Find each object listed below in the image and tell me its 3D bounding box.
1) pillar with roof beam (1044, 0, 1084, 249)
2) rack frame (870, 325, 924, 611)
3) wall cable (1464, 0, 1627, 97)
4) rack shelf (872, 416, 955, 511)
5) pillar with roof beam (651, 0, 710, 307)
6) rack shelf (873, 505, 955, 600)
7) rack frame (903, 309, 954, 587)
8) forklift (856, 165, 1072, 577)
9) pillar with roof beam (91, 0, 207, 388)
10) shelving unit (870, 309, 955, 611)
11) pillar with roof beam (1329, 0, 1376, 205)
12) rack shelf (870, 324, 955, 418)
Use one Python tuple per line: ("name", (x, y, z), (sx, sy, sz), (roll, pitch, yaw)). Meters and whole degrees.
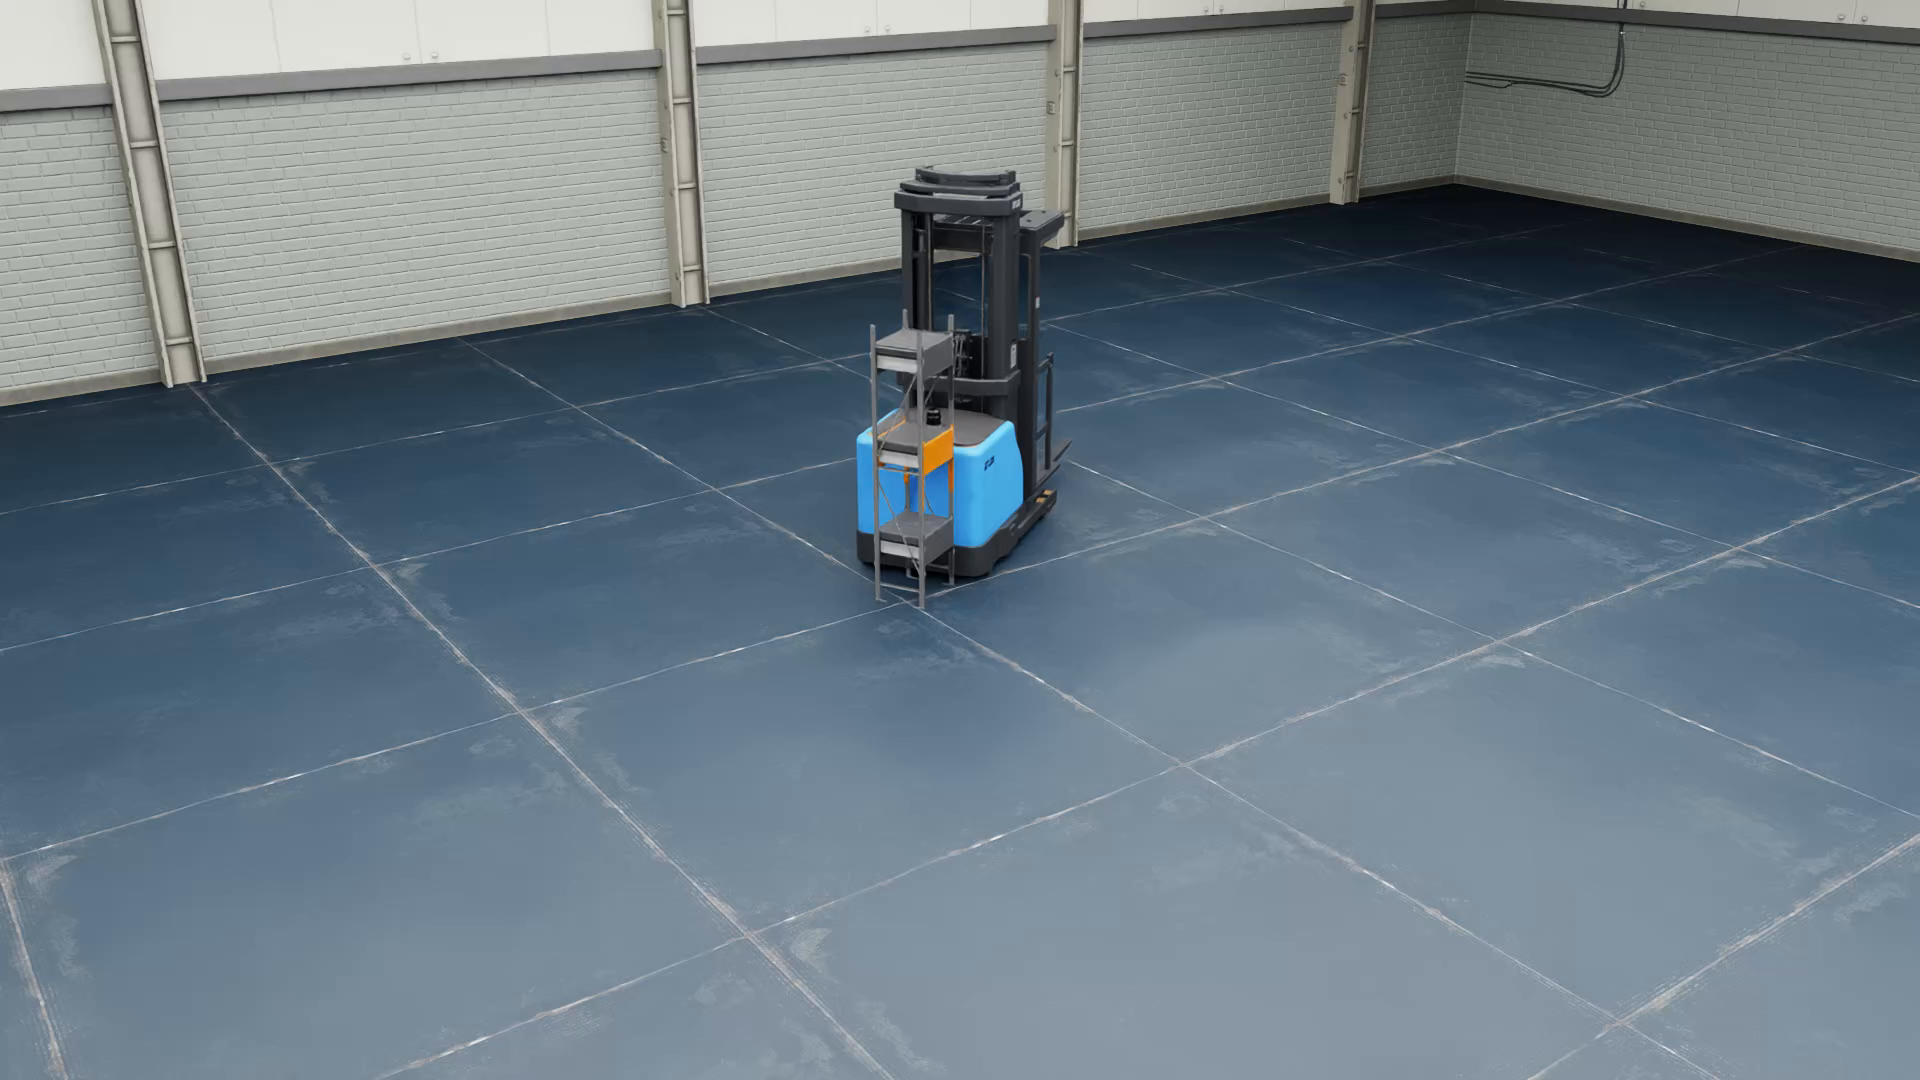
("pillar with roof beam", (3.981, -7.175, 19.331), (0.400, 9.000, 9.100), (-15, 26, -33))
("rack frame", (-0.444, -0.491, 11.888), (0.400, 2.100, 0.015), (10, 24, 24))
("wall cable", (9.501, -8.567, 27.007), (0.112, 2.526, 3.097), (-15, 26, -33))
("rack shelf", (-0.337, -0.560, 12.096), (0.431, 0.518, 0.480), (10, 24, 24))
("pillar with roof beam", (-0.889, -5.877, 16.076), (0.400, 9.000, 9.100), (-15, 26, -33))
("rack shelf", (-0.337, 0.089, 12.357), (0.431, 0.518, 0.480), (10, 24, 24))
("rack frame", (-0.230, -0.655, 12.295), (0.400, 2.100, 0.015), (10, 24, 24))
("forklift", (0.185, -1.598, 13.540), (1.130, 2.935, 3.031), (8, 23, 19))
("pillar with roof beam", (-5.760, -4.578, 12.821), (0.400, 9.000, 9.100), (-15, 26, -33))
("shelving unit", (-0.337, -0.573, 12.091), (0.431, 2.100, 0.503), (10, 24, 24))
("pillar with roof beam", (8.852, -8.474, 22.585), (0.400, 9.000, 9.100), (-15, 26, -33))
("rack shelf", (-0.337, -1.210, 11.835), (0.431, 0.518, 0.480), (10, 24, 24))
